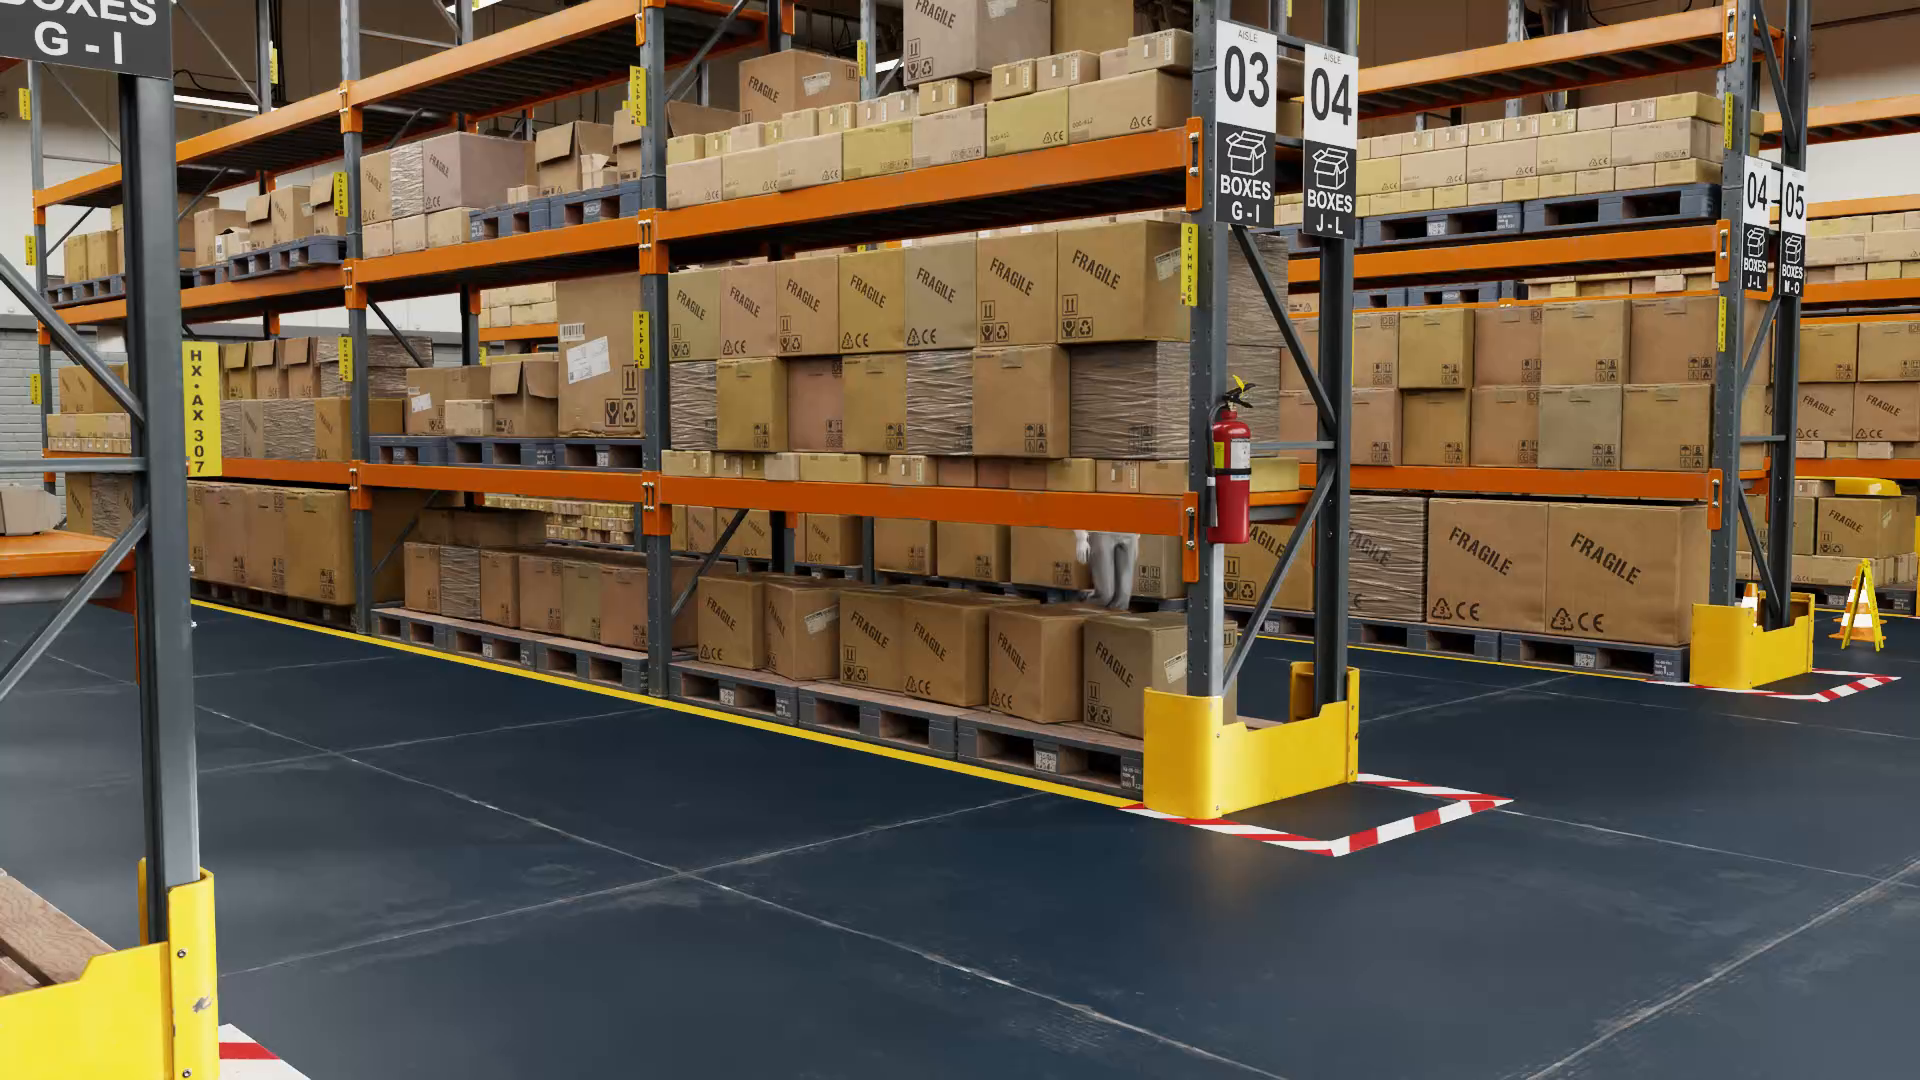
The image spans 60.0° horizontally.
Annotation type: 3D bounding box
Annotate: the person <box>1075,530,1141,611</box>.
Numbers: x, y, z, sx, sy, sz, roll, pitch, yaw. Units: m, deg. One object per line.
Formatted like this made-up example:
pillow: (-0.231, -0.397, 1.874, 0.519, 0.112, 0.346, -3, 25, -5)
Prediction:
person: (0.951, -0.022, 10.746, 0.499, 1.682, 0.468, -2, 5, -31)
